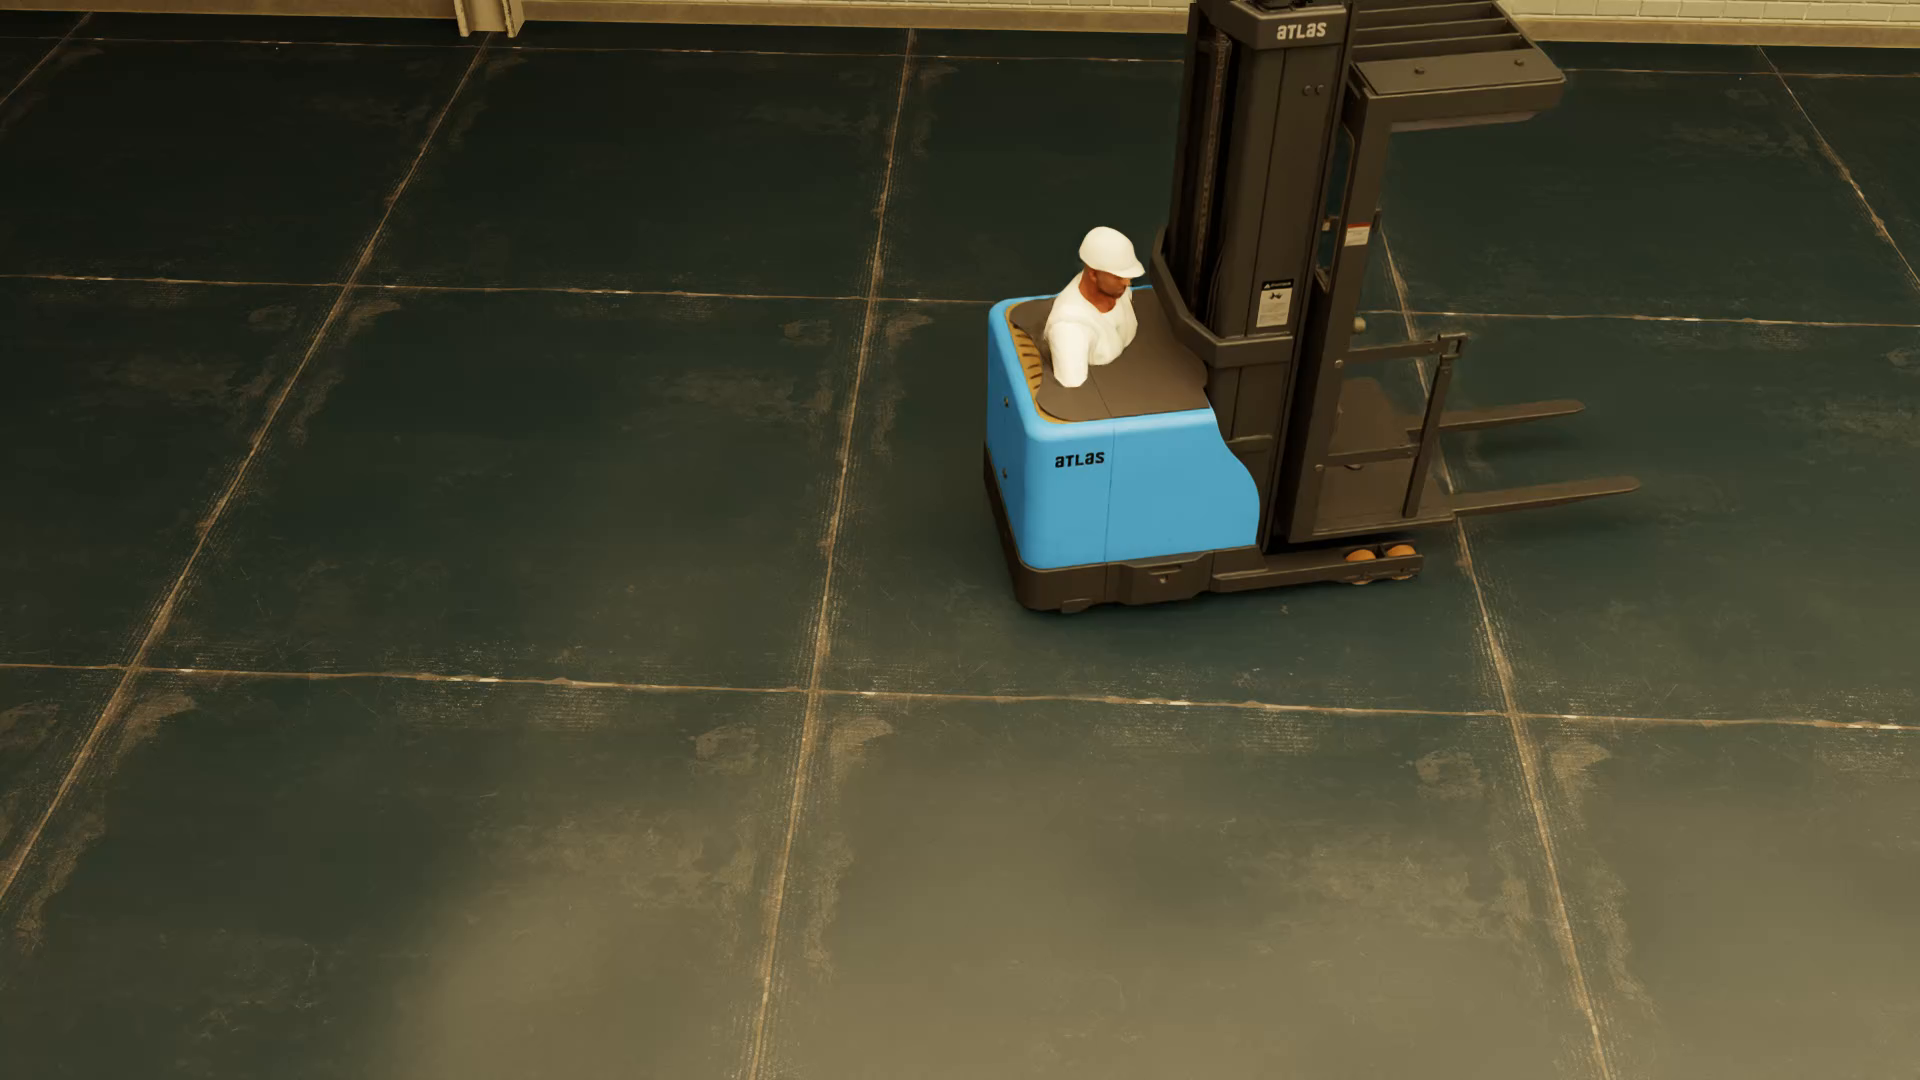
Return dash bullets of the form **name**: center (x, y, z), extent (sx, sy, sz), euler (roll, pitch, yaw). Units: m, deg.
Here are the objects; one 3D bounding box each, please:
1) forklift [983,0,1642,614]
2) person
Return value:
- **forklift**: center (1.680, -1.223, 7.082), extent (3.031, 2.935, 1.130), euler (-7, 43, -7)
- **person**: center (0.708, -0.627, 7.419), extent (0.583, 1.735, 0.826), euler (22, 47, 22)
